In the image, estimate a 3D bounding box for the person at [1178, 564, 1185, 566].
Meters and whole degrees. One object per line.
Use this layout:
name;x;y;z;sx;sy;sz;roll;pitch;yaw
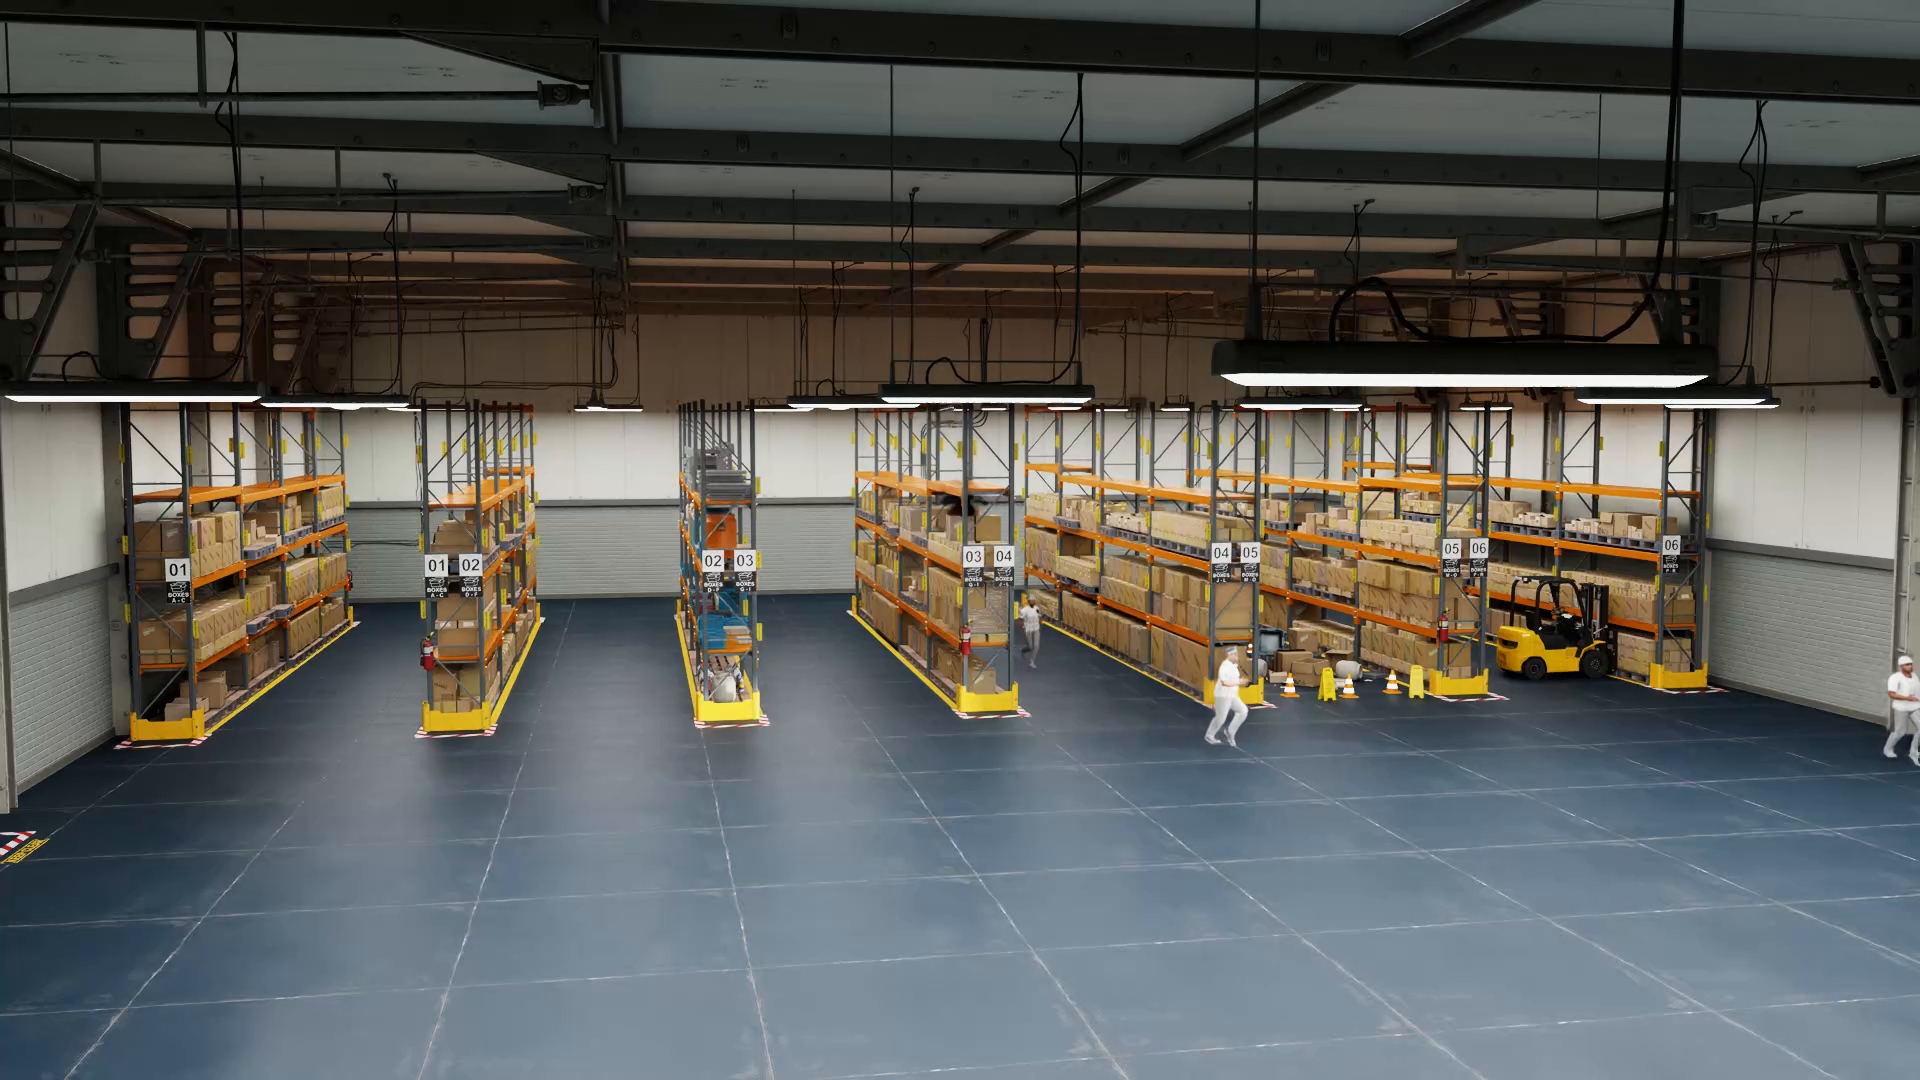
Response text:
person;5.910;1.516;44.180;0.626;1.799;1.150;-1;5;-18

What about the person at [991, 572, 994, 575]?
person;1.045;1.469;44.674;0.661;1.739;0.592;-1;4;-16

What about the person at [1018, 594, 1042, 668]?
person;1.611;2.053;37.861;0.582;1.665;0.578;-2;5;-20

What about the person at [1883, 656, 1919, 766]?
person;15.575;2.798;27.345;0.703;1.789;0.752;-1;4;-10

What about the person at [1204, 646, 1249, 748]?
person;4.599;2.688;28.592;0.834;1.780;0.693;3;5;32
